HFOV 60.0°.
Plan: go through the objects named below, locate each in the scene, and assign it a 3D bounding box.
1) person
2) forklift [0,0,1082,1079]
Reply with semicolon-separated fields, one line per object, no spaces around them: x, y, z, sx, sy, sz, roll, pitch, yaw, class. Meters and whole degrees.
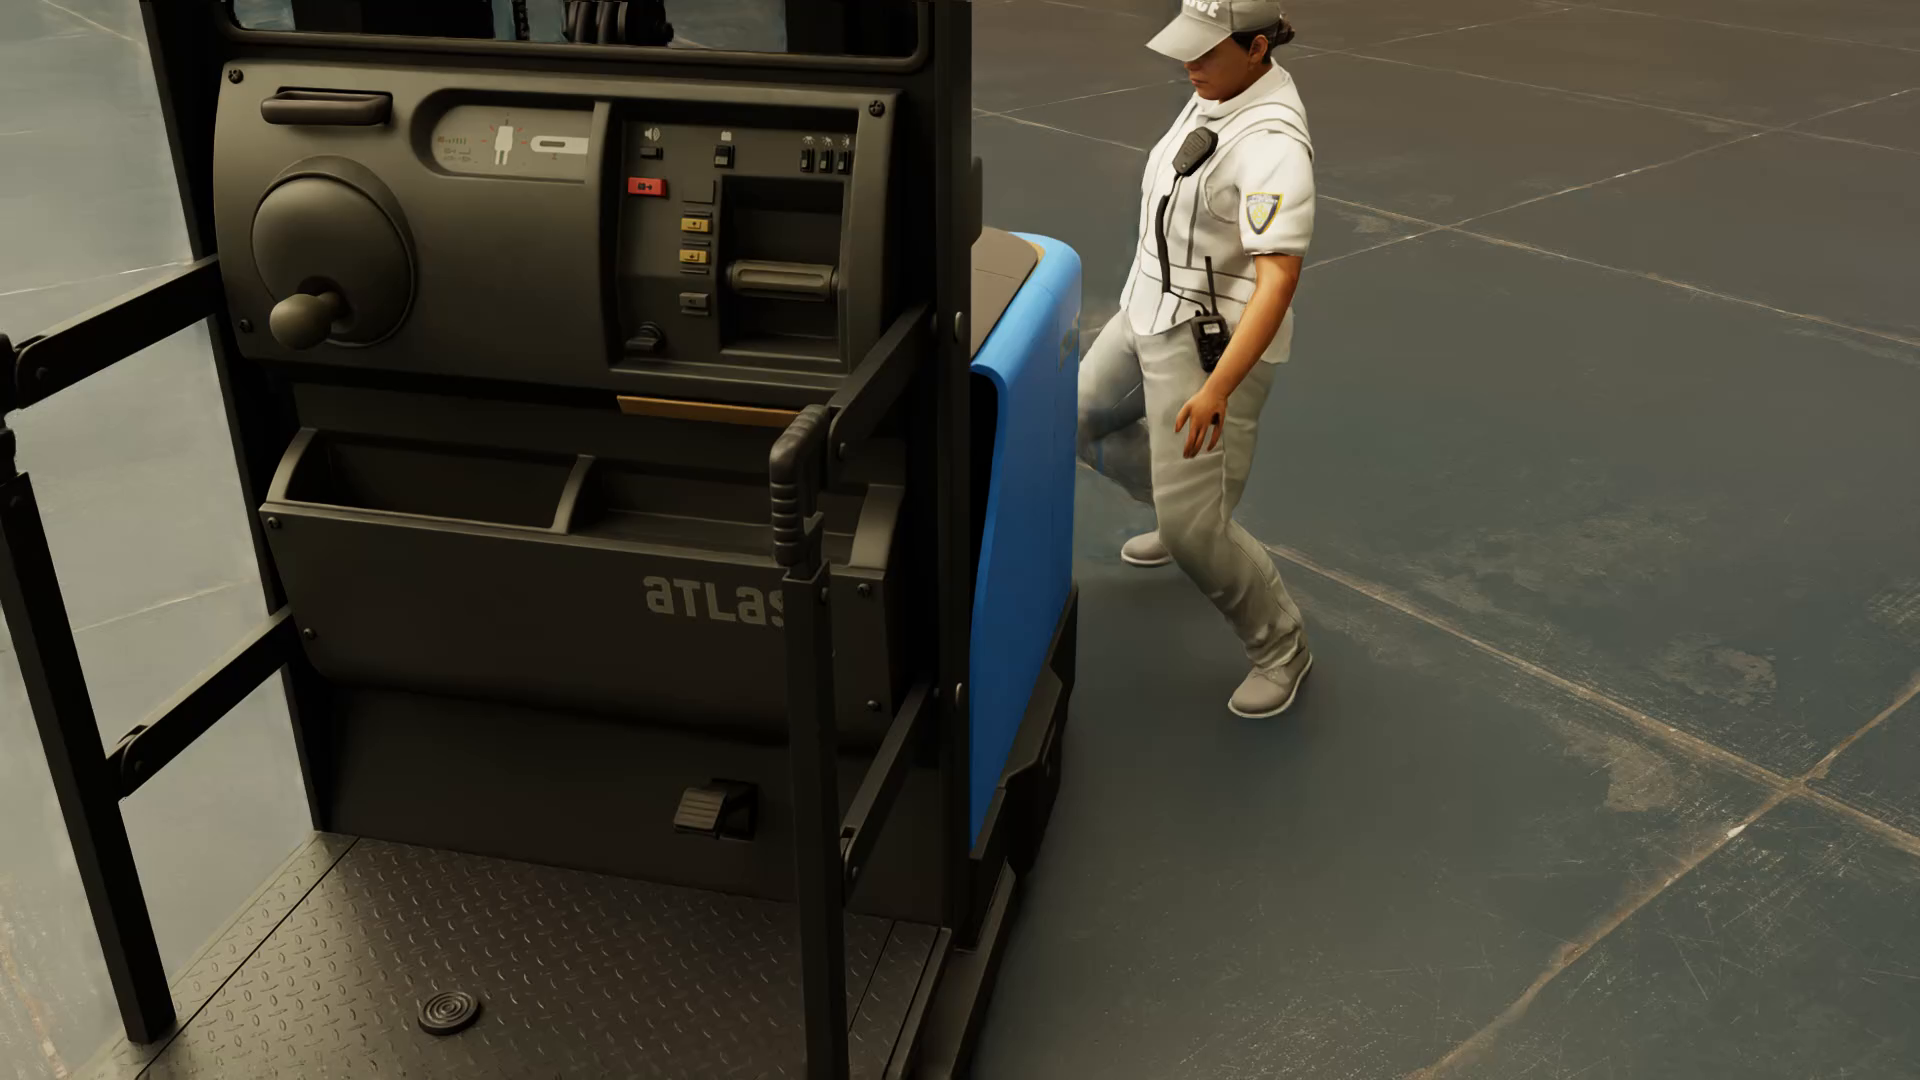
0.530;-0.466;3.711;0.541;1.571;0.850;-2;26;-5;person
-0.583;-0.372;1.953;1.130;2.935;3.031;6;27;12;forklift
